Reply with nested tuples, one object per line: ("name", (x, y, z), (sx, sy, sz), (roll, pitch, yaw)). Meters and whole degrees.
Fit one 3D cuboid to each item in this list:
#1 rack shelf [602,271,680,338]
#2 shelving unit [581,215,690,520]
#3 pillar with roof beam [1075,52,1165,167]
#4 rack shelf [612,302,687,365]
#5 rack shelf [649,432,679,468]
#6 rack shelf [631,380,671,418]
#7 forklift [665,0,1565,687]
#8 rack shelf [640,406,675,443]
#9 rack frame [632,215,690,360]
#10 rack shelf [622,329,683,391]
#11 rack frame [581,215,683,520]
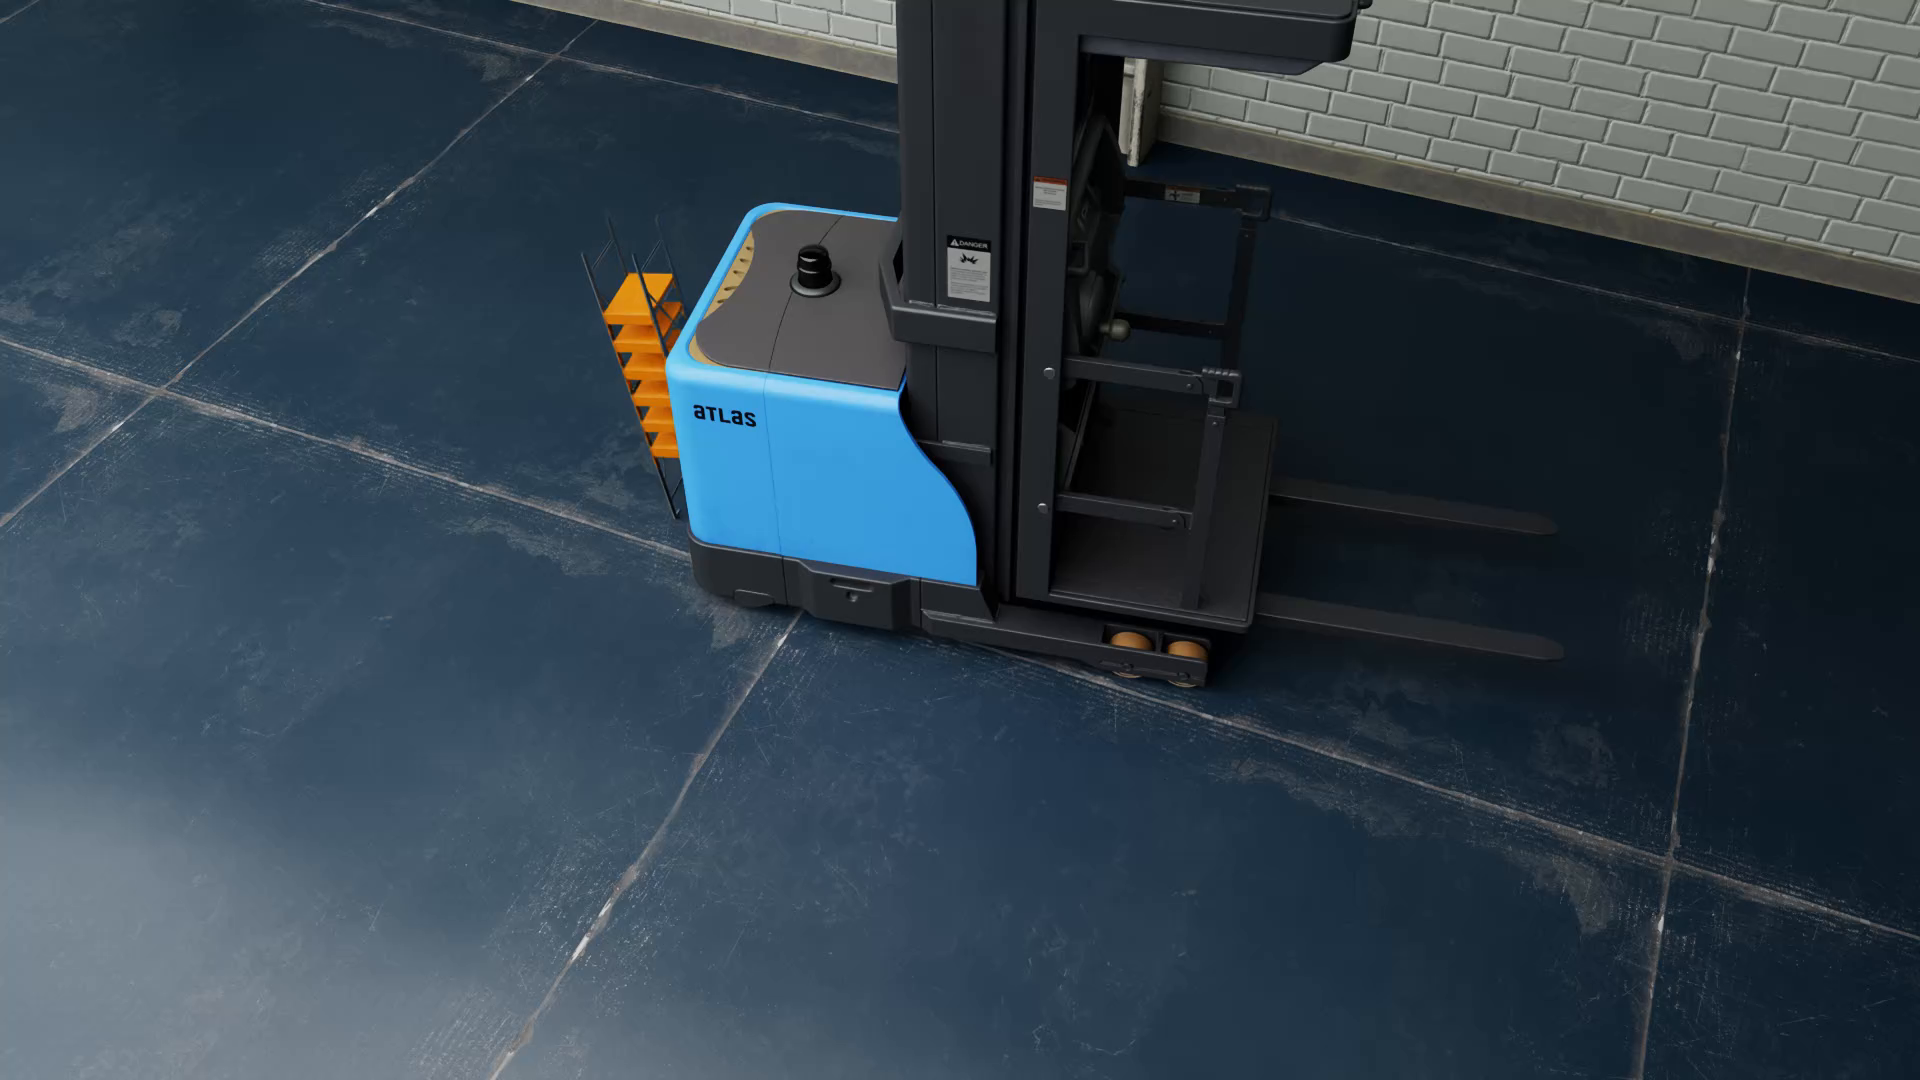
("rack shelf", (-1.100, -0.818, 5.768), (0.180, 0.103, 0.258), (3, 44, 15))
("shelving unit", (-1.055, -0.590, 5.981), (0.189, 1.200, 0.258), (3, 44, 15))
("pillar with roof beam", (-0.917, -2.351, 2.233), (0.400, 9.000, 9.100), (16, 47, 16))
("rack shelf", (-1.083, -0.731, 5.849), (0.180, 0.103, 0.258), (3, 44, 15))
("rack shelf", (-1.015, -0.384, 6.173), (0.180, 0.103, 0.258), (3, 44, 15))
("rack shelf", (-1.049, -0.558, 6.011), (0.180, 0.103, 0.258), (3, 44, 15))
("forklift", (0.608, -0.944, 5.121), (3.031, 2.935, 1.130), (9, 46, 9))
("rack shelf", (-1.032, -0.471, 6.092), (0.180, 0.103, 0.258), (3, 44, 15))
("rack frame", (-0.967, -0.585, 5.957), (0.006, 1.200, 0.240), (3, 44, 15))
("rack shelf", (-1.066, -0.645, 5.930), (0.180, 0.103, 0.258), (3, 44, 15))
("rack frame", (-1.143, -0.595, 6.004), (0.006, 1.200, 0.240), (3, 44, 15))
